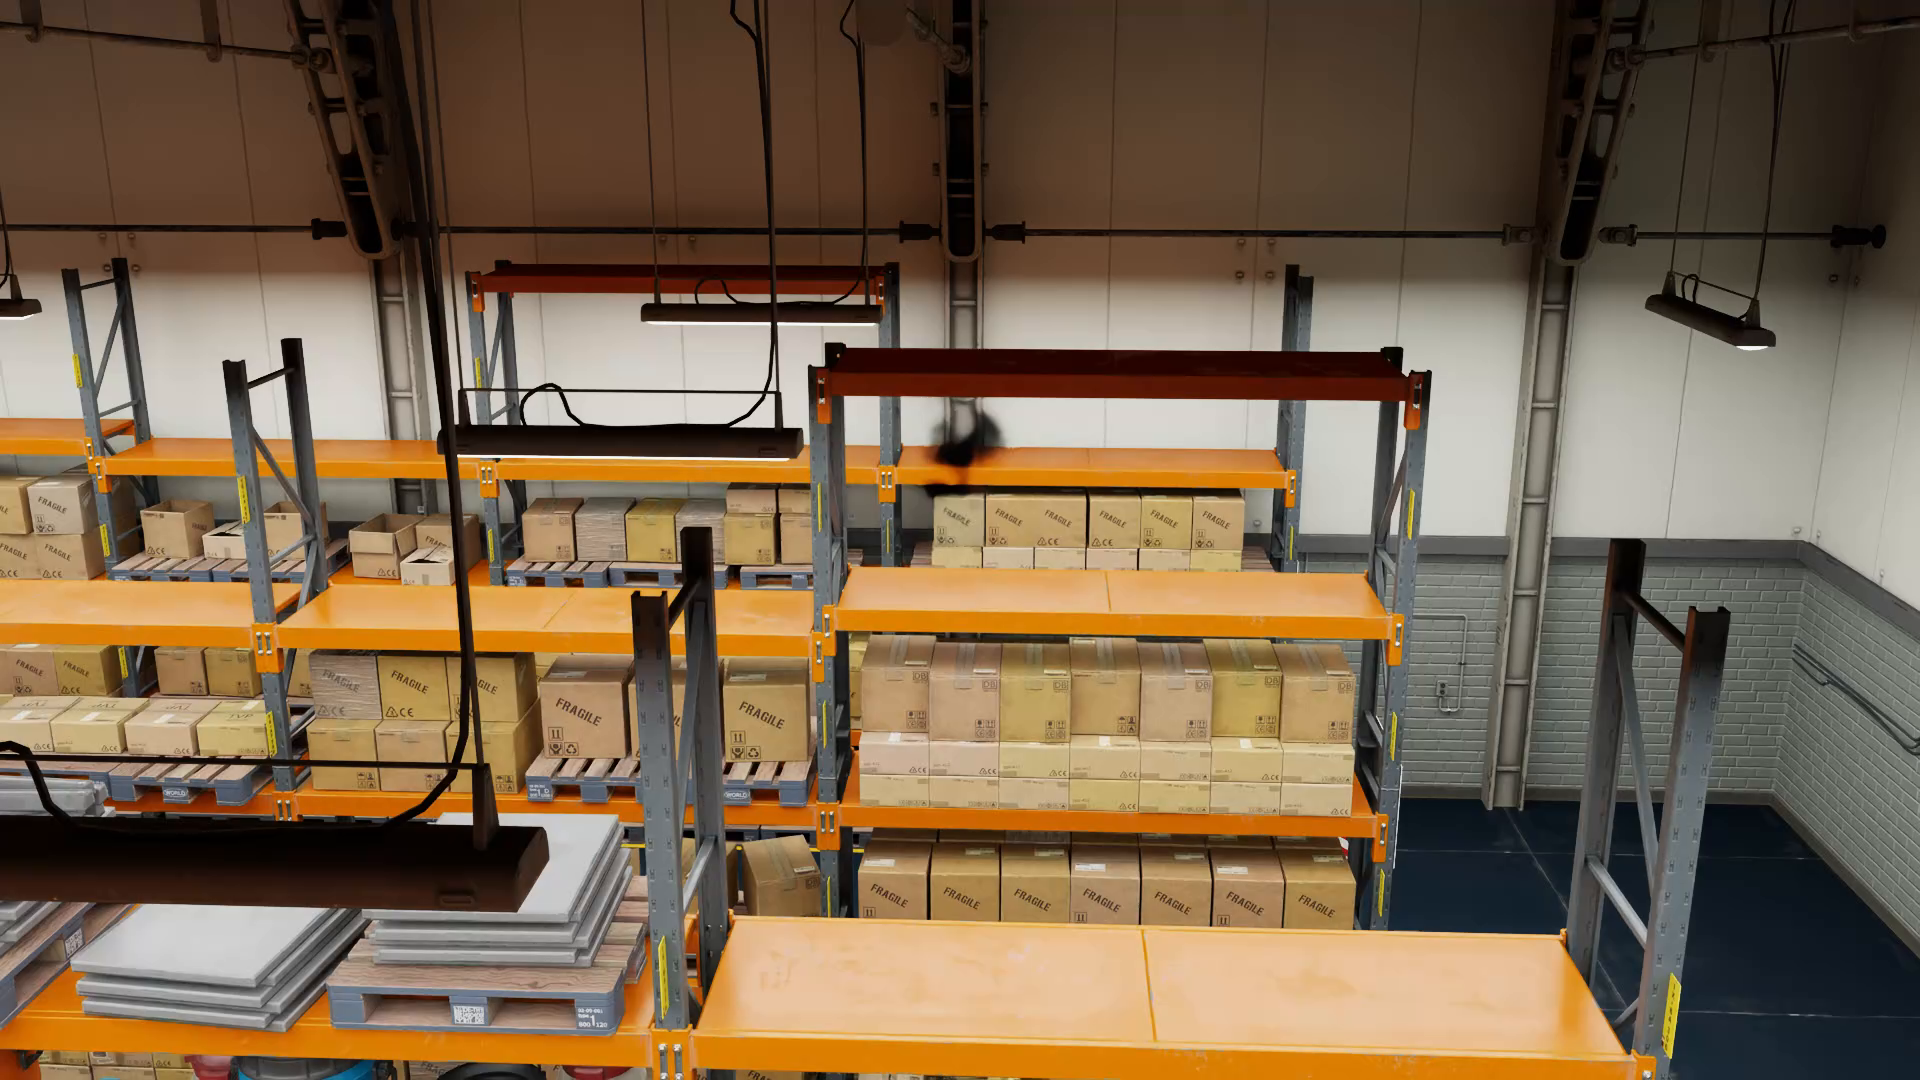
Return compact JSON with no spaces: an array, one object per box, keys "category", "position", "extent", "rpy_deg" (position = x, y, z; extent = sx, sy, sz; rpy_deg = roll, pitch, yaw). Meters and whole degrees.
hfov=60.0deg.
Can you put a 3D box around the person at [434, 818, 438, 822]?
[{"category":"person","position":[-4.487,3.120,14.762],"extent":[0.729,1.822,0.721],"rpy_deg":[1,16,5]}]
